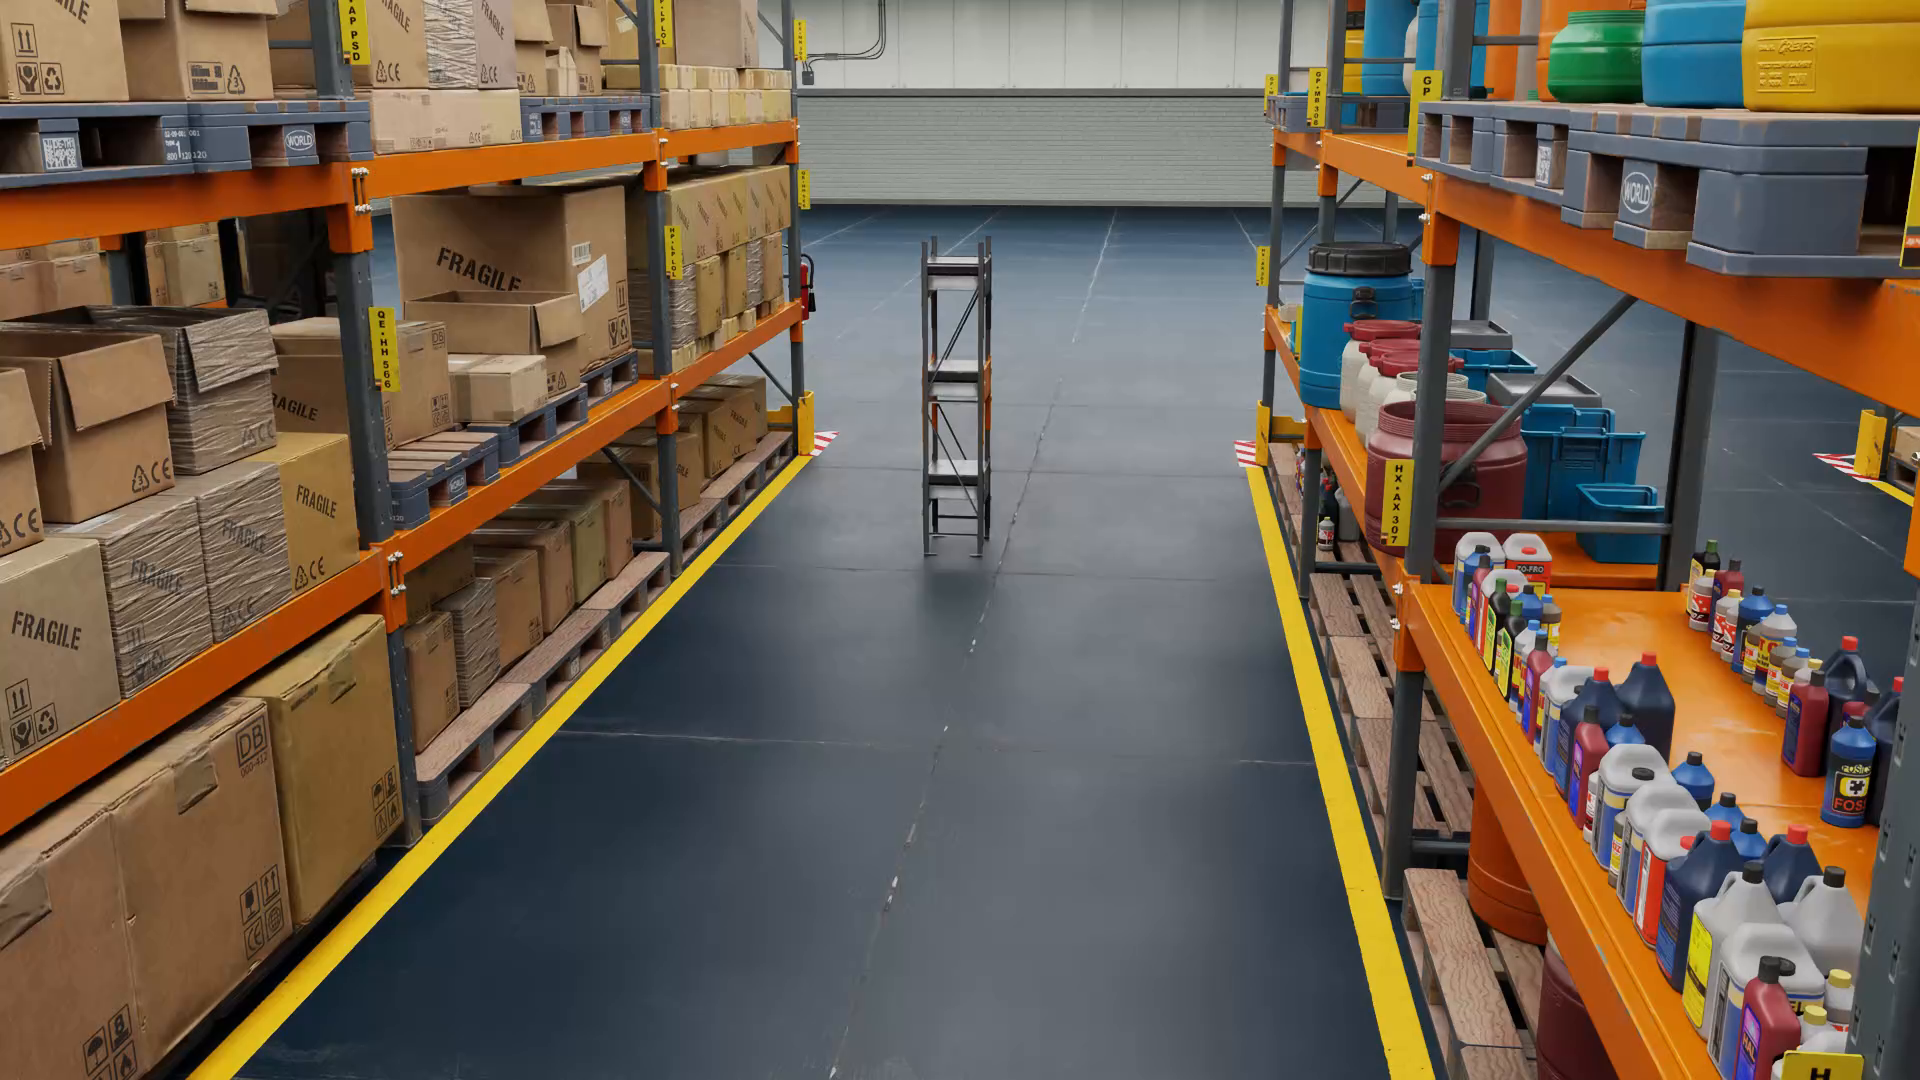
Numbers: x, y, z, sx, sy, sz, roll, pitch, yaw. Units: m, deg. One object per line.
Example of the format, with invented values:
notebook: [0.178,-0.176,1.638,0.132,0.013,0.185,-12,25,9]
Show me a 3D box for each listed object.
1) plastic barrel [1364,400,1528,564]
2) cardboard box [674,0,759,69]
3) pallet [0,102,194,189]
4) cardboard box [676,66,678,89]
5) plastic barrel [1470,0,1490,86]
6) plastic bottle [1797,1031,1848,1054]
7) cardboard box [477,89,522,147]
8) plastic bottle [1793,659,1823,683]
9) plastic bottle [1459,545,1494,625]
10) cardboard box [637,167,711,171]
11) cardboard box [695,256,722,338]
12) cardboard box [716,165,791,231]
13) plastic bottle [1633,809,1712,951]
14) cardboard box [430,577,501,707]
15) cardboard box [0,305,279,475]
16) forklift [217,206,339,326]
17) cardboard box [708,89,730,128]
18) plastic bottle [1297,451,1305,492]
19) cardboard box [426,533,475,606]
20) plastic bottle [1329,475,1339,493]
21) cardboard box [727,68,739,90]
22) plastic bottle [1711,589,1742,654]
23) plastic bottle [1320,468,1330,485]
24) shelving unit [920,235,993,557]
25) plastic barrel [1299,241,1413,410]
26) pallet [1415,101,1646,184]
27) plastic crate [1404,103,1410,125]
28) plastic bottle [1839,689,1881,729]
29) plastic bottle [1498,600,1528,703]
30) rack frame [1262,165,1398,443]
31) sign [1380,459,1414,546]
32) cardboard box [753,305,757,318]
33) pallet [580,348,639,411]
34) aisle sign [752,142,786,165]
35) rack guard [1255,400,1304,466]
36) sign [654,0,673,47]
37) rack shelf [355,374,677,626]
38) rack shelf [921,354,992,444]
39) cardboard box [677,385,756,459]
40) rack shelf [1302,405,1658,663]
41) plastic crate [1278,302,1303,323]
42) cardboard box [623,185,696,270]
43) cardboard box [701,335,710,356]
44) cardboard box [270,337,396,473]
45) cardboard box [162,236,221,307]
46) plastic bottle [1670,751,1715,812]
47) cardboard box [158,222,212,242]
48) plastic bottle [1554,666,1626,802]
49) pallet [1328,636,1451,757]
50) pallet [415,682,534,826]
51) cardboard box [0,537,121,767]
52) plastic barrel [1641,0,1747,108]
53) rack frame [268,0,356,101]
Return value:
plastic barrel: [1.905,-0.238,6.537,0.600,0.536,0.708,2,15,6]
cardboard box: [-1.789,-3.736,12.266,0.500,0.500,0.500,2,15,6]
pallet: [-2.911,-1.088,4.553,1.003,0.211,1.213,2,15,9]
cardboard box: [-2.011,-2.941,10.569,0.380,0.149,0.250,1,15,4]
plastic barrel: [2.615,-2.293,7.690,0.600,0.901,0.708,2,15,6]
plastic bottle: [1.425,0.942,2.669,0.152,0.276,0.135,2,15,6]
cardboard box: [-2.355,-1.946,7.653,0.500,0.250,0.500,2,15,7]
plastic bottle: [2.398,0.436,4.684,0.097,0.201,0.097,0,15,0]
plastic bottle: [1.743,0.151,5.605,0.097,0.271,0.097,0,15,0]
cardboard box: [-2.261,-2.675,13.130,0.500,0.500,0.500,2,15,6]
cardboard box: [-2.113,-1.662,11.301,0.875,0.500,0.500,2,15,6]
cardboard box: [-1.682,-2.789,13.552,0.500,0.500,0.500,2,15,6]
plastic bottle: [1.523,0.717,3.503,0.152,0.276,0.135,2,15,6]
cardboard box: [-2.662,0.486,8.063,0.700,0.500,0.500,0,15,2]
cardboard box: [-2.867,-0.533,5.772,0.797,0.503,0.637,2,15,8]
forklift: [-5.045,-1.503,11.605,1.130,2.935,3.031,13,20,39]
cardboard box: [-1.890,-2.977,11.468,0.500,0.250,0.500,1,15,4]
plastic bottle: [2.498,-0.500,12.127,0.061,0.283,0.133,2,15,7]
cardboard box: [-2.672,0.130,7.943,0.500,0.250,0.500,3,16,13]
plastic bottle: [2.554,-0.295,11.367,0.061,0.283,0.133,2,15,6]
cardboard box: [-1.818,-3.344,12.060,0.380,0.149,0.250,1,15,3]
plastic bottle: [2.474,0.259,5.338,0.097,0.201,0.097,0,15,0]
plastic bottle: [2.449,-0.324,11.344,0.144,0.351,0.185,2,15,6]
shelving unit: [-0.019,-0.971,11.229,0.431,2.100,0.503,2,15,6]
plastic barrel: [2.260,-1.232,9.510,0.600,0.901,0.708,2,15,6]
pallet: [1.970,-1.205,4.986,1.003,0.211,1.213,2,15,6]
plastic crate: [3.053,-2.828,11.033,0.336,0.188,0.450,2,15,6]
plastic bottle: [2.306,0.508,4.262,0.061,0.283,0.133,2,15,6]
plastic bottle: [1.645,0.329,4.923,0.061,0.283,0.133,2,15,6]
rack frame: [3.056,-2.118,13.750,1.000,3.000,0.127,2,15,6]
sign: [1.606,-0.137,6.108,0.100,0.325,0.005,2,15,6]
cardboard box: [-1.811,-1.804,13.068,0.380,0.149,0.250,2,15,6]
pallet: [-2.547,-0.940,9.760,1.003,0.211,1.213,2,15,6]
aisle sign: [-1.560,-3.526,13.977,0.394,0.787,0.004,2,15,6]
rack guard: [3.094,-0.891,13.998,1.175,0.500,0.348,2,15,6]
sign: [-1.765,-3.099,9.885,0.100,0.325,0.005,2,15,6]
rack shelf: [-2.542,-0.361,8.628,1.077,0.370,4.000,2,15,6]
rack shelf: [-0.019,-0.957,11.233,0.431,0.518,0.480,2,15,6]
cardboard box: [-1.986,-0.943,13.386,0.500,0.500,0.500,6,16,21]
rack shelf: [2.379,-0.215,8.089,1.077,0.370,4.000,2,15,6]
plastic crate: [2.635,-1.768,12.961,0.298,0.136,0.250,2,15,6]
cardboard box: [-2.013,-2.011,10.674,0.500,0.500,0.500,2,15,6]
cardboard box: [-1.933,-1.348,11.381,0.380,0.149,0.250,2,15,6]
cardboard box: [-2.747,-0.582,7.070,0.500,0.500,0.500,0,15,-1]
cardboard box: [-6.819,-2.268,14.016,0.875,0.550,0.550,2,15,6]
plastic bottle: [1.691,0.623,3.860,0.097,0.271,0.097,0,15,0]
cardboard box: [-6.833,-2.790,13.877,0.875,0.550,0.550,2,15,6]
plastic bottle: [1.605,0.484,4.220,0.144,0.351,0.185,2,15,6]
pallet: [2.420,0.787,8.346,1.003,0.211,1.213,2,15,6]
pallet: [-2.678,0.954,7.729,1.003,0.211,1.213,2,15,6]
cardboard box: [-2.753,0.294,4.639,0.500,0.500,0.500,2,15,7]
plastic barrel: [1.743,-1.346,3.382,0.600,0.901,0.708,2,15,6]
rack frame: [-2.768,-3.085,5.833,1.000,3.000,0.127,2,15,6]
